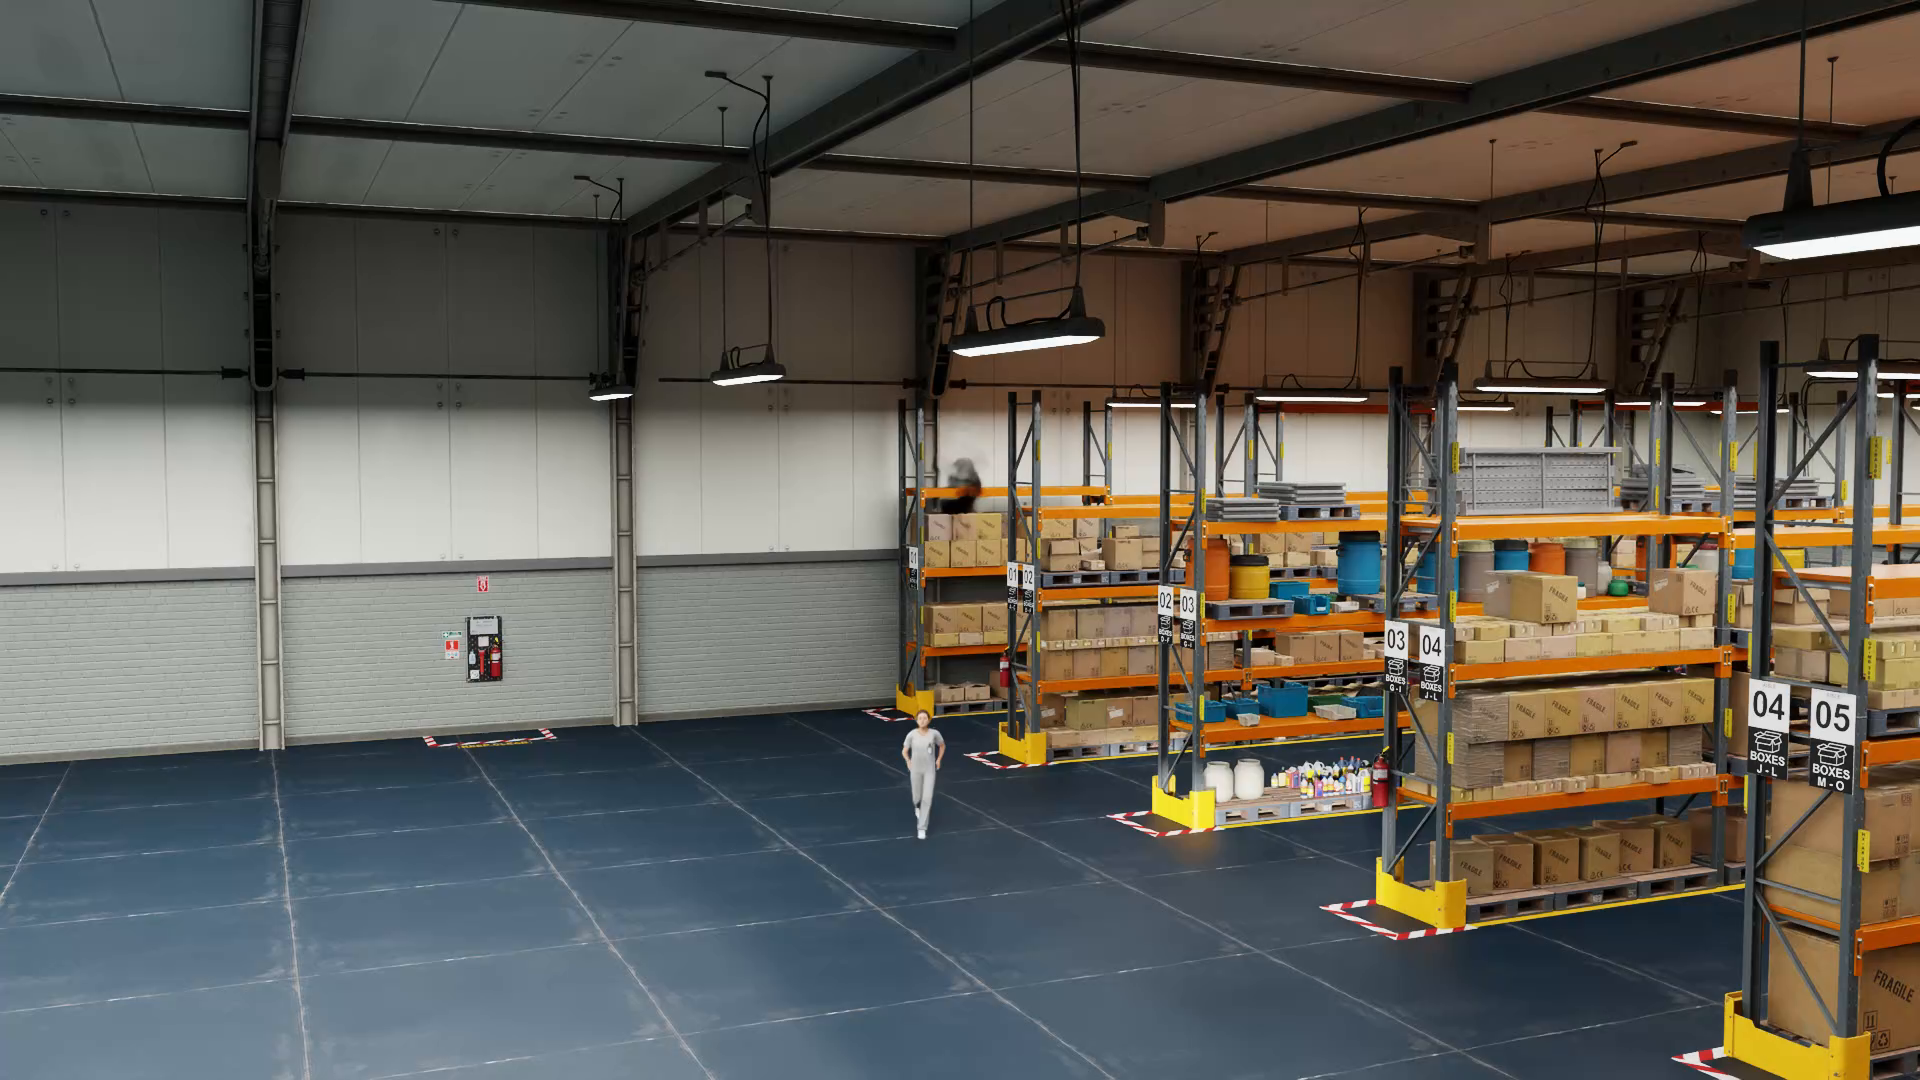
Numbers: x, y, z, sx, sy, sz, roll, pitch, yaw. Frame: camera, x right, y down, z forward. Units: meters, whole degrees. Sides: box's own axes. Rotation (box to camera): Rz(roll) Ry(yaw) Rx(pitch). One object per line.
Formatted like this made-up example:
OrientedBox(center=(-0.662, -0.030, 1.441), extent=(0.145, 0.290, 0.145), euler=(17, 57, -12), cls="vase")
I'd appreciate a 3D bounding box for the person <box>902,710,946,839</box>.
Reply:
OrientedBox(center=(-0.477, 3.065, 22.033), extent=(0.576, 1.652, 0.809), euler=(0, 3, 0), cls="person")
